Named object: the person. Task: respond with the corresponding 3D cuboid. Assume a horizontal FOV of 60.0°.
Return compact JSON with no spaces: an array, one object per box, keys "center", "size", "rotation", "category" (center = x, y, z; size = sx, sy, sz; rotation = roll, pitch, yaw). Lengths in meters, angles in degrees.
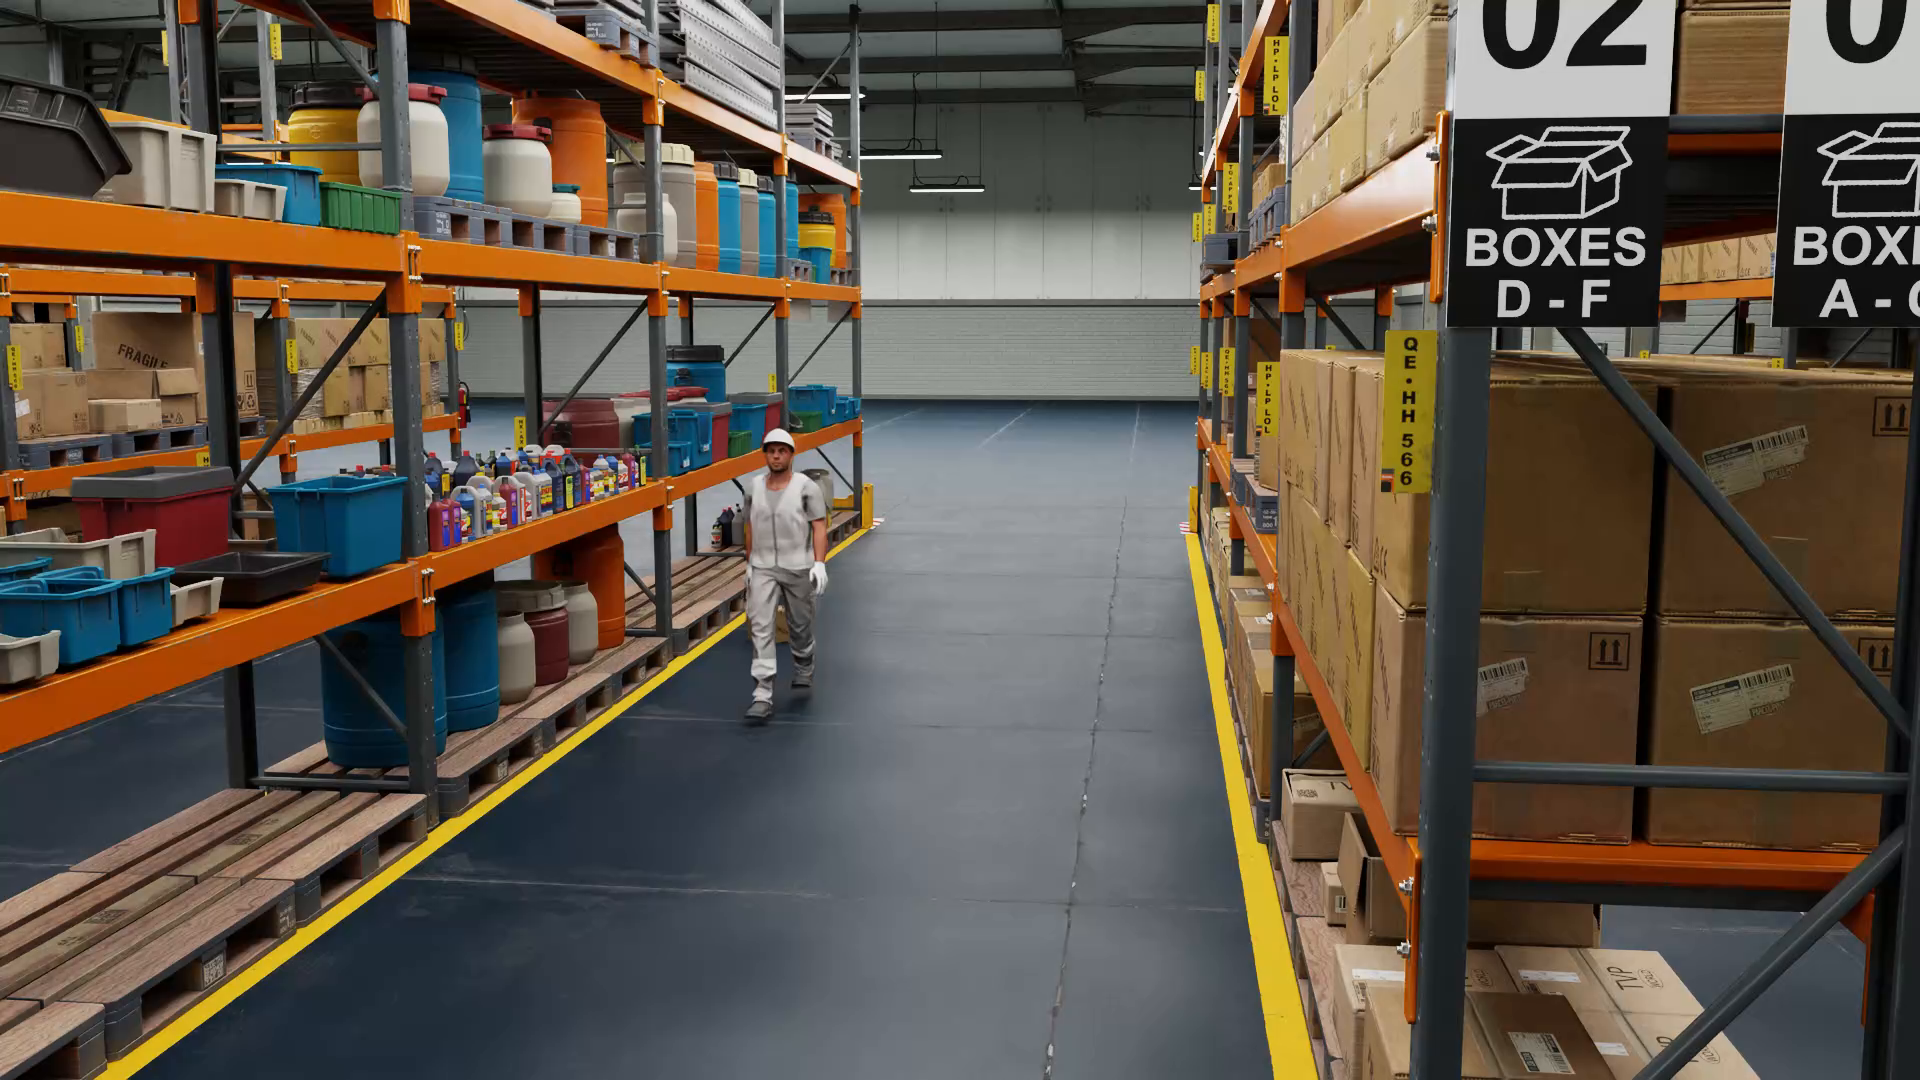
[{"center":[-1.085,0.187,10.307],"size":[0.586,1.747,1.052],"rotation":[1,8,5],"category":"person"}]
